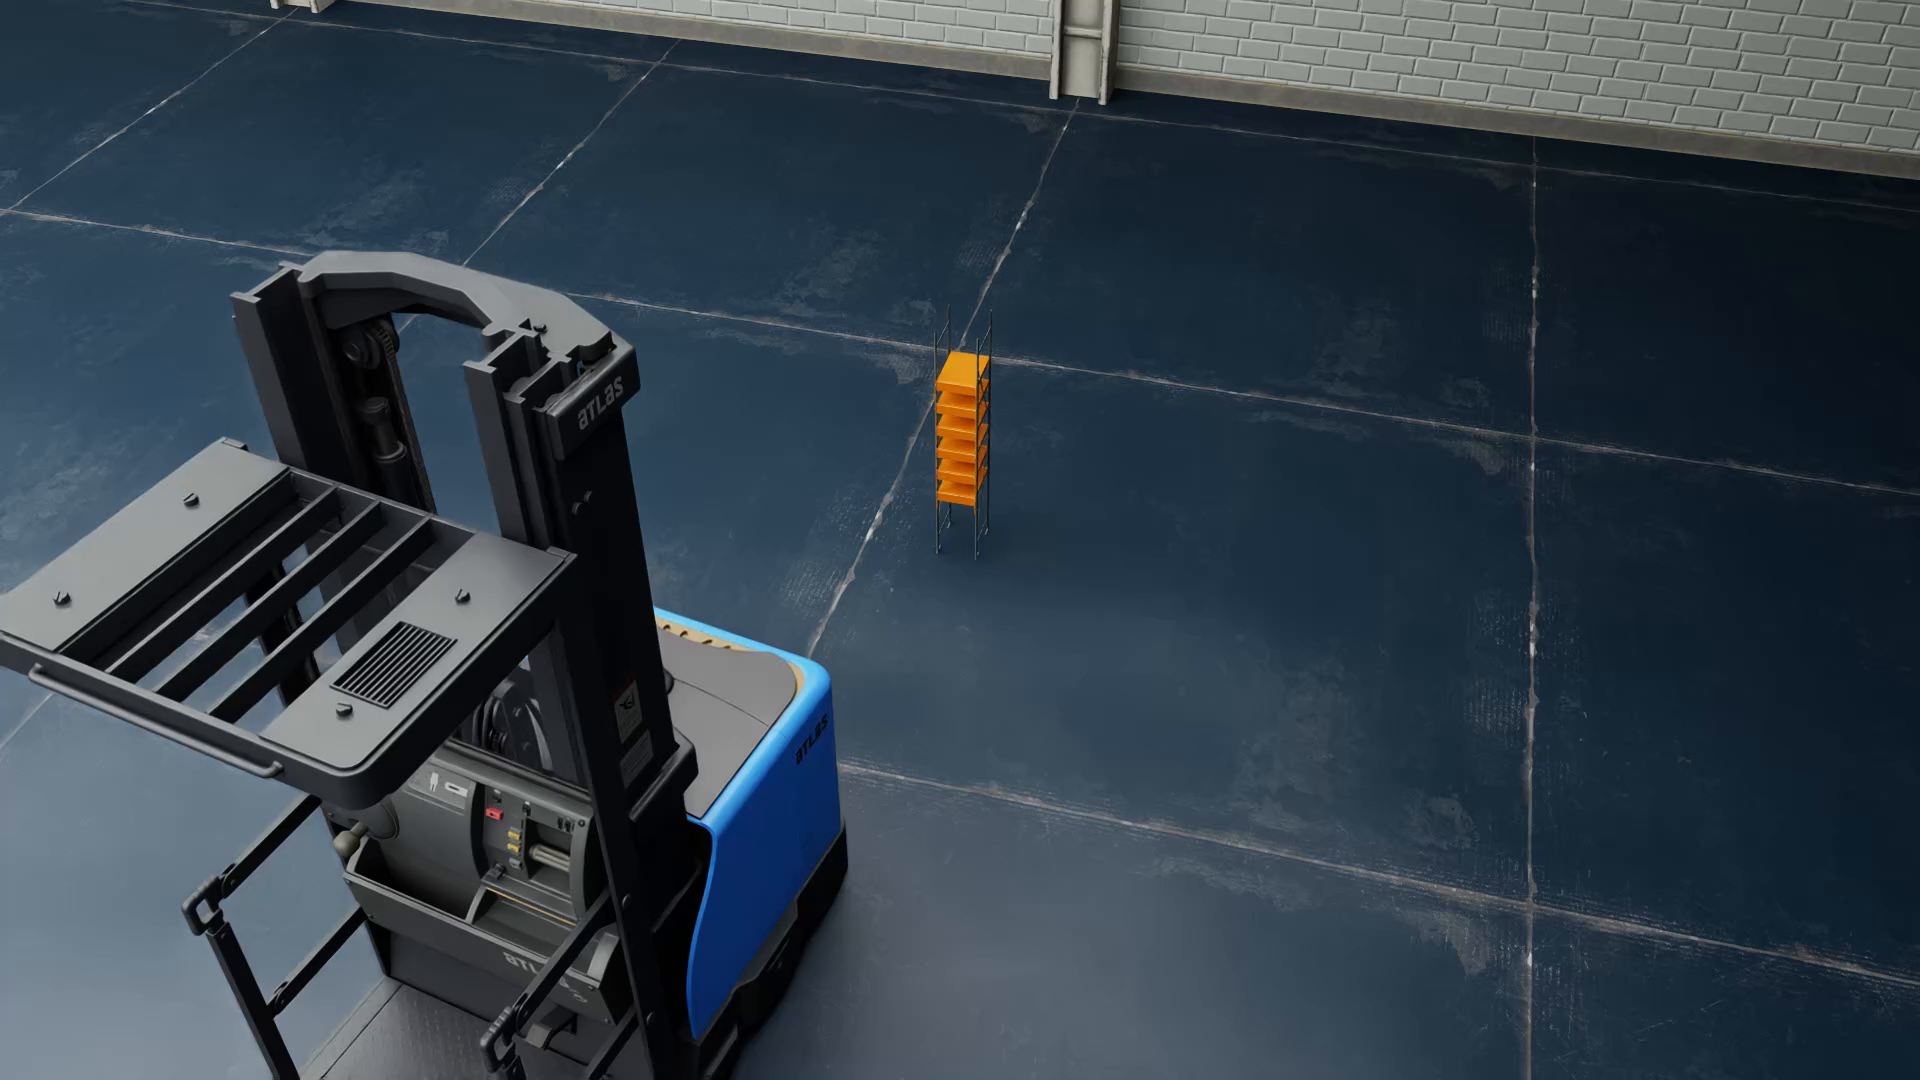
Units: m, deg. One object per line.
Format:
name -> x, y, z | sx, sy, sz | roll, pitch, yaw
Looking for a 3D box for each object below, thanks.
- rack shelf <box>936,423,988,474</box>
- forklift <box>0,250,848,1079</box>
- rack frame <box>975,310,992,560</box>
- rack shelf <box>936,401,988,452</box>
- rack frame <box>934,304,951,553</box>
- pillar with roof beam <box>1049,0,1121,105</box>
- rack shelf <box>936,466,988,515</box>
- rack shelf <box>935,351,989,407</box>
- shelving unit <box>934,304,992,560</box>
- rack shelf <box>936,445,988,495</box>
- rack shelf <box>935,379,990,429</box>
rack shelf -> 0.014, -0.423, 7.390 | 0.180, 0.103, 0.258 | 10, 41, 11
forklift -> -1.502, 0.849, 4.460 | 1.130, 2.935, 3.031 | 17, 43, 19
rack frame -> 0.102, -0.442, 7.343 | 0.006, 1.200, 0.240 | 10, 41, 11
rack shelf -> 0.014, -0.515, 7.313 | 0.180, 0.103, 0.258 | 10, 41, 11
rack frame -> -0.074, -0.472, 7.379 | 0.006, 1.200, 0.240 | 10, 41, 11
pillar with roof beam -> -0.273, -3.845, 5.331 | 0.400, 9.000, 9.100 | 10, 41, 11
rack shelf -> 0.014, -0.239, 7.544 | 0.180, 0.103, 0.258 | 10, 41, 11
rack shelf -> 0.014, -0.699, 7.158 | 0.180, 0.103, 0.258 | 10, 41, 11
shelving unit -> 0.014, -0.457, 7.361 | 0.189, 1.200, 0.258 | 10, 41, 11
rack shelf -> 0.014, -0.331, 7.467 | 0.180, 0.103, 0.258 | 10, 41, 11
rack shelf -> 0.014, -0.607, 7.236 | 0.180, 0.103, 0.258 | 10, 41, 11
